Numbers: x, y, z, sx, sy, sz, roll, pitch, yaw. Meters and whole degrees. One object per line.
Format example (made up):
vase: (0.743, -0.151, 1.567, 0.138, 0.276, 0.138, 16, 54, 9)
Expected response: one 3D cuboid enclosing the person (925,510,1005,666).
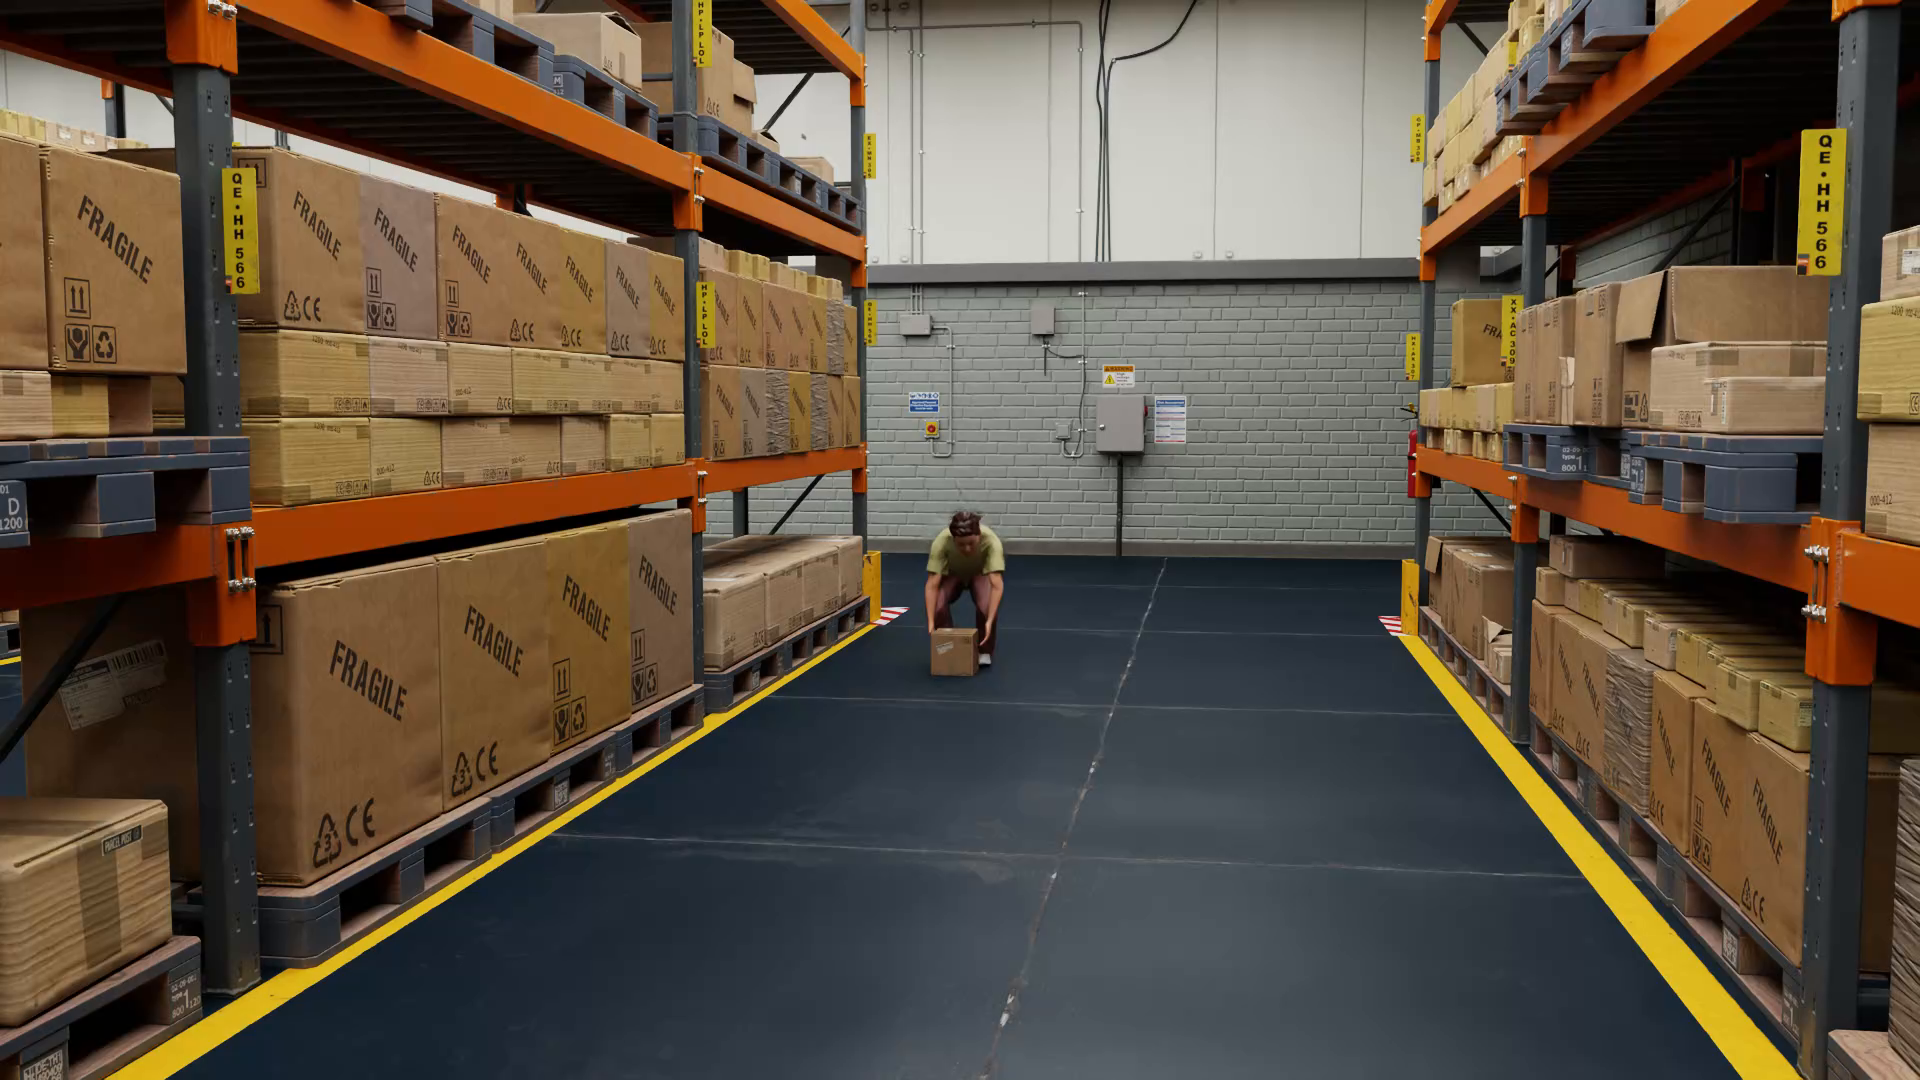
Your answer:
person: (0.048, 0.288, 10.170, 0.488, 0.976, 0.786, 1, 5, 8)
